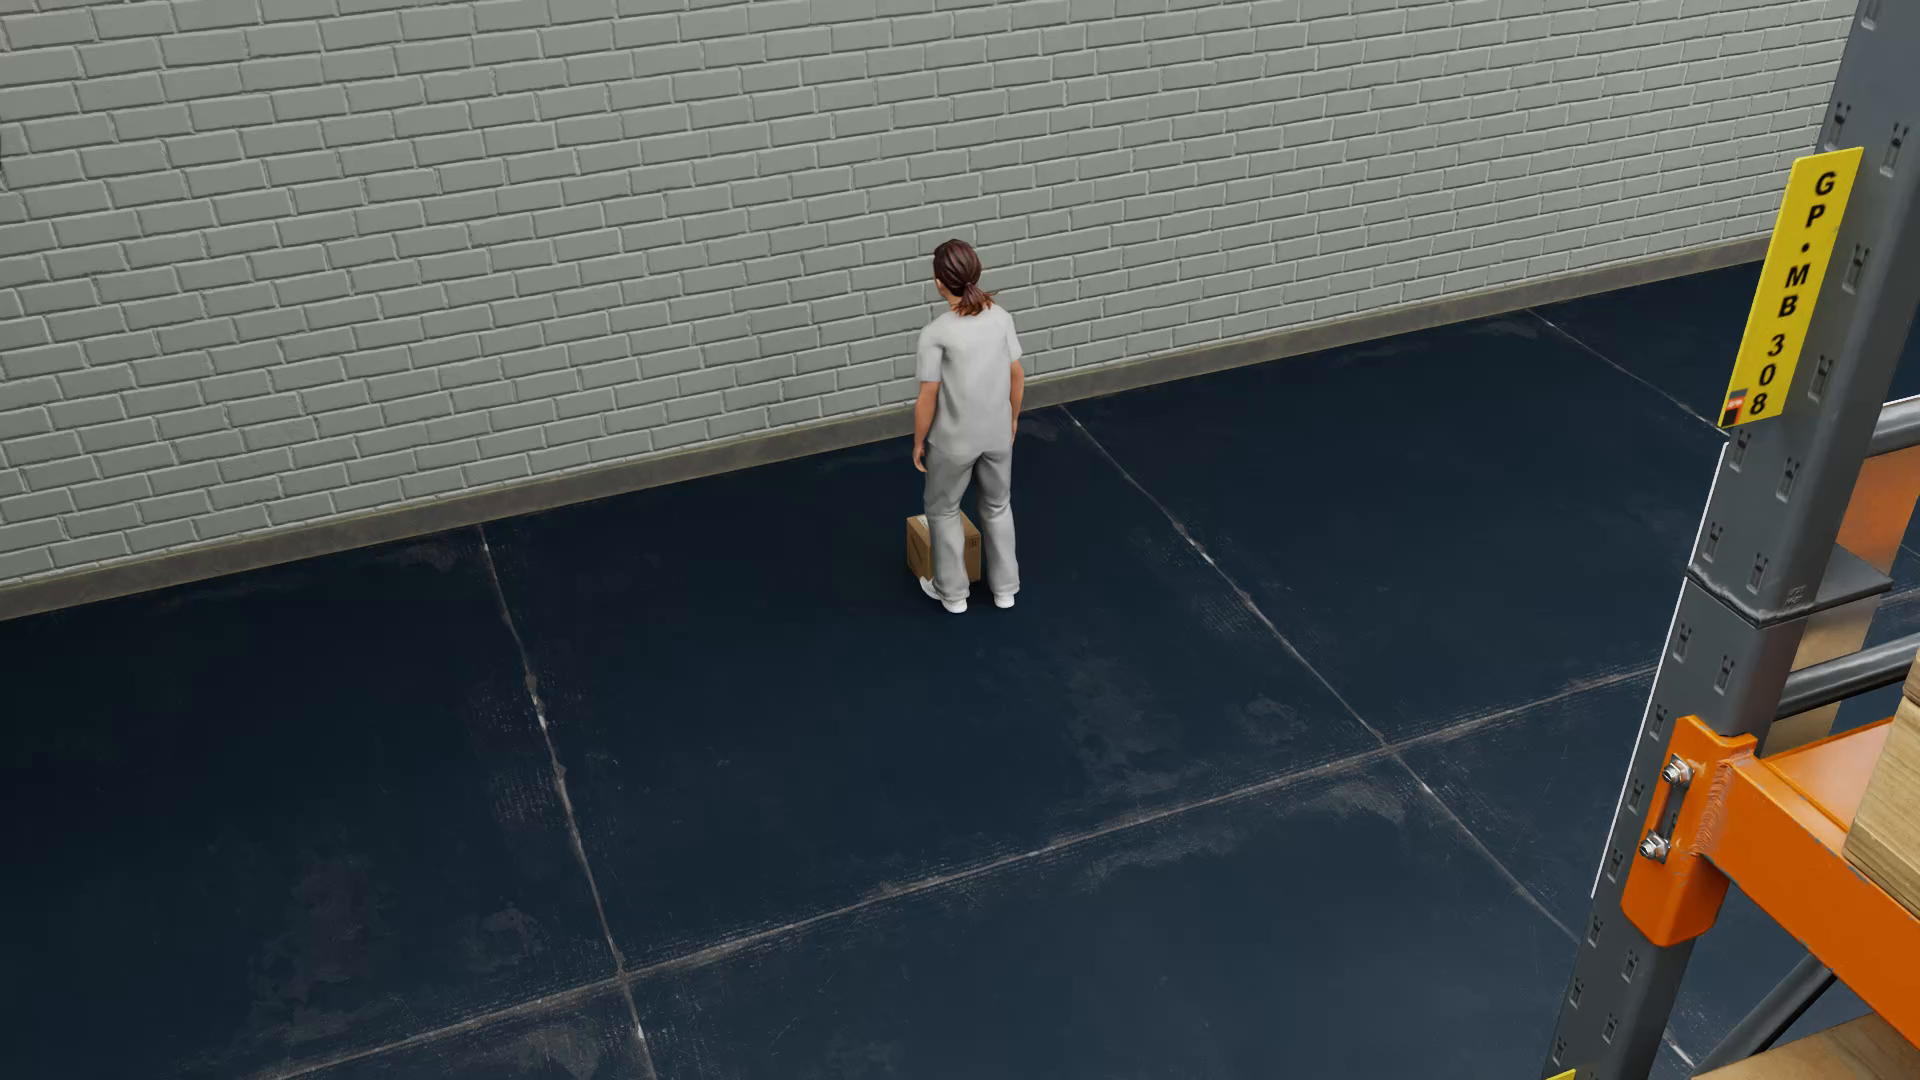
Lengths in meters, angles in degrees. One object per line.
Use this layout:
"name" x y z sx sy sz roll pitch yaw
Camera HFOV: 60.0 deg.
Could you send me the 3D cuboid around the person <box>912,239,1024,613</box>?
"person" 0.020 -0.439 6.804 0.504 1.671 0.416 -15 36 -21
